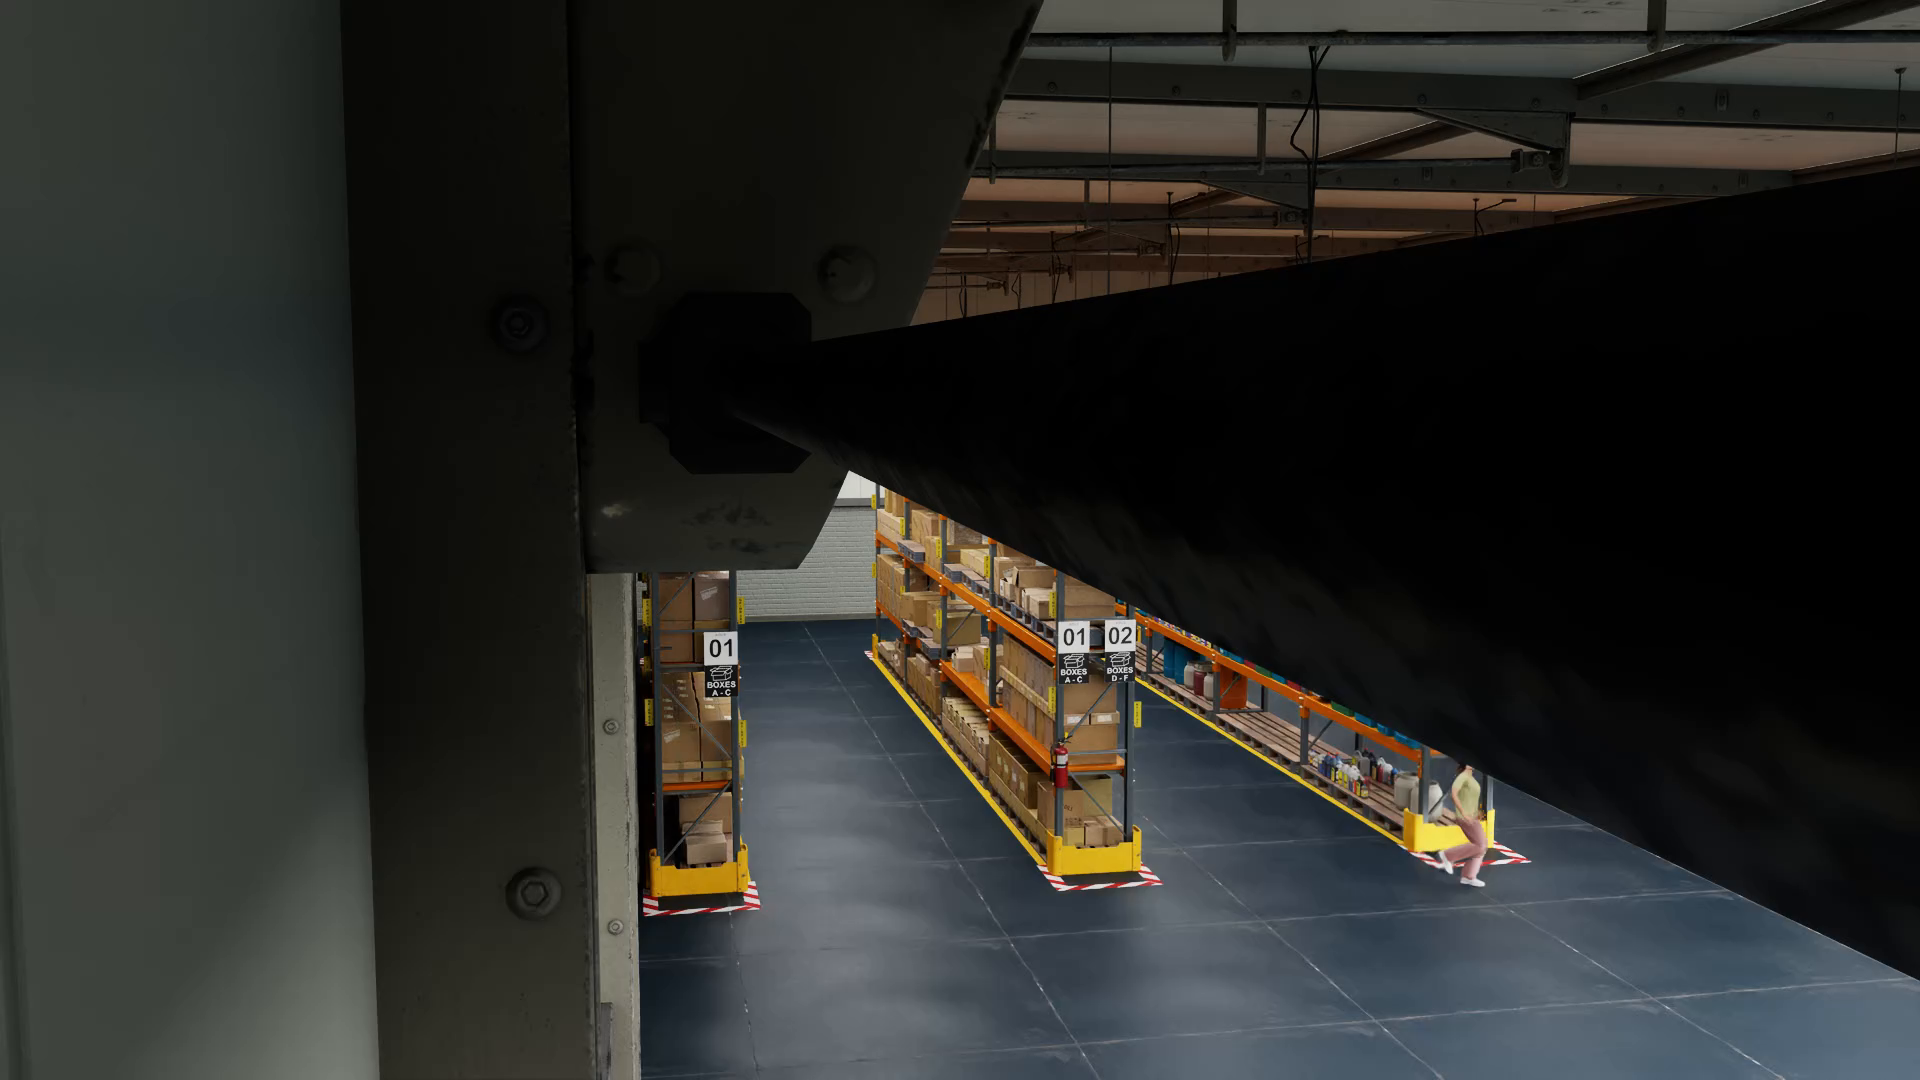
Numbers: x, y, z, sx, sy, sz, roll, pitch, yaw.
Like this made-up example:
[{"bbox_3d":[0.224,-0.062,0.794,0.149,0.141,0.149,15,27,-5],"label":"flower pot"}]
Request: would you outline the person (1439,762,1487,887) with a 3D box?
[{"bbox_3d":[6.274,3.421,20.594,0.569,1.595,0.611,3,7,26],"label":"person"}]
